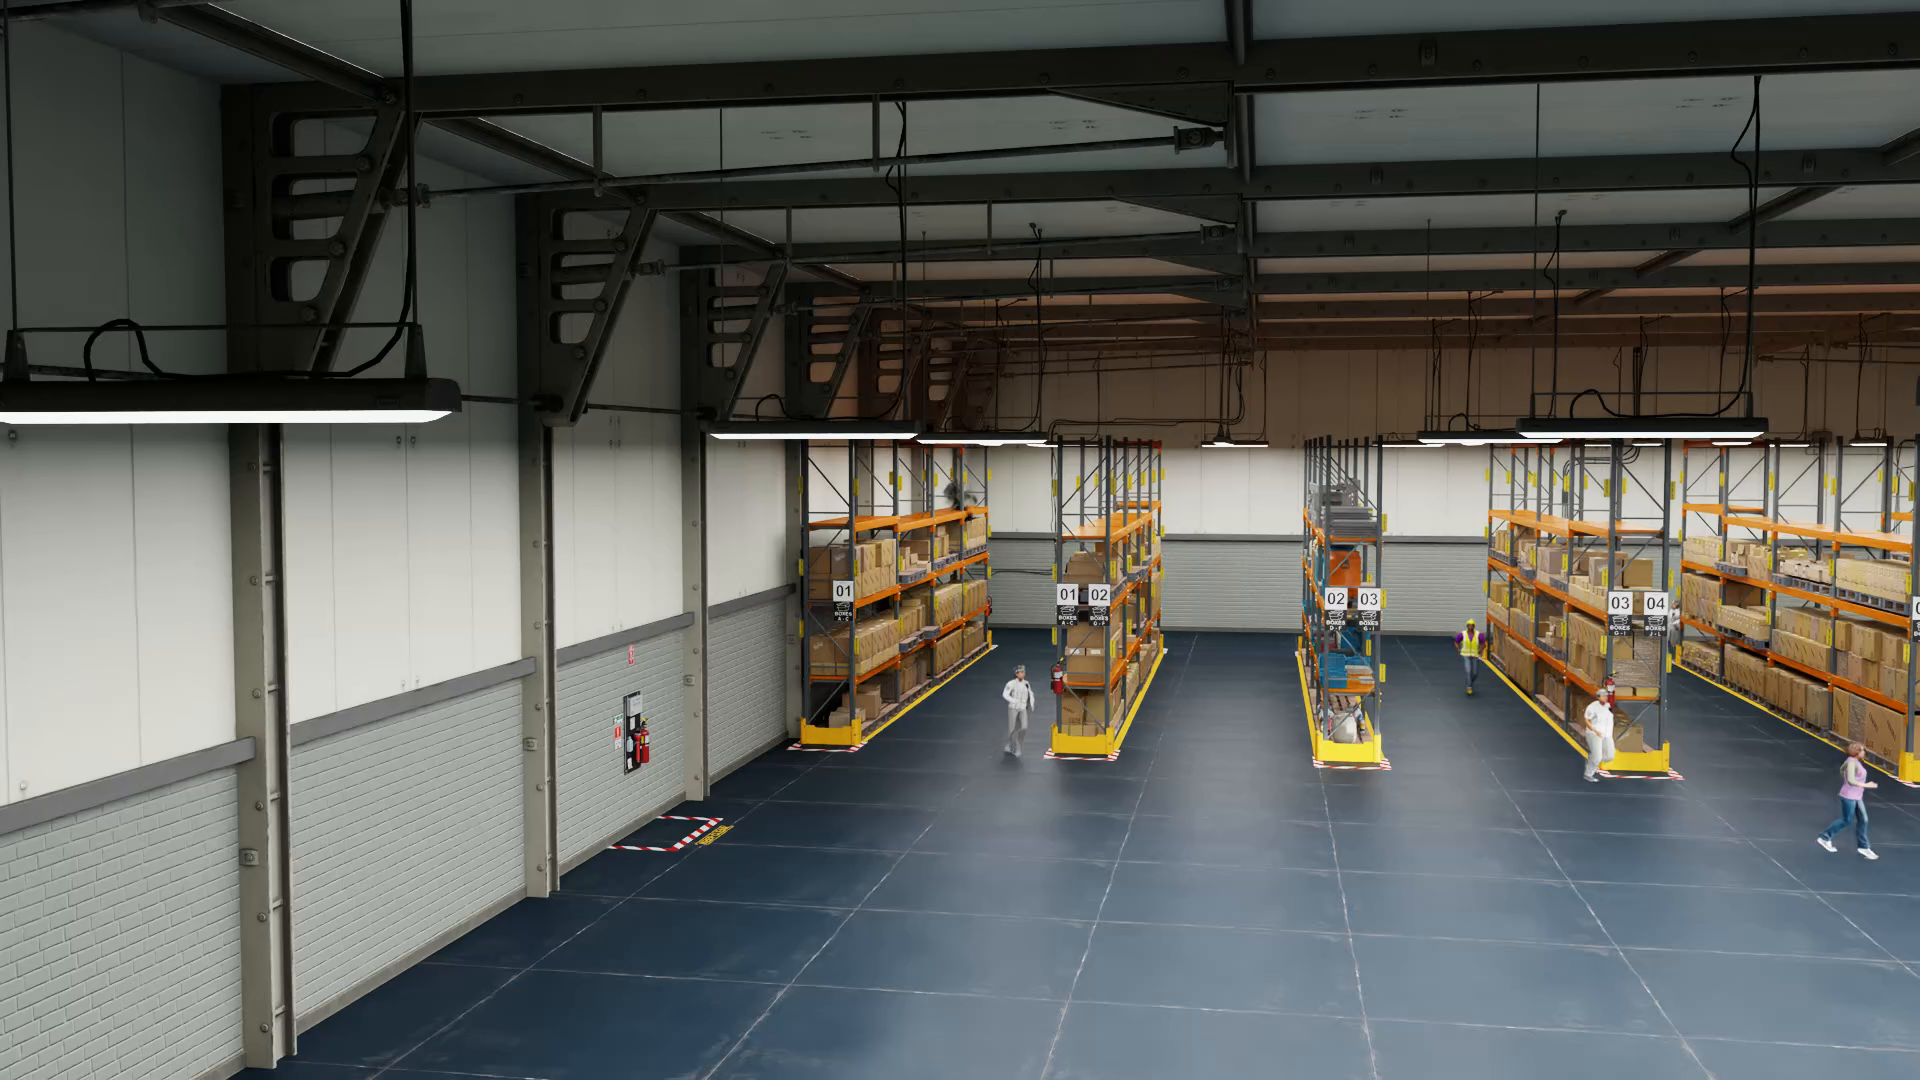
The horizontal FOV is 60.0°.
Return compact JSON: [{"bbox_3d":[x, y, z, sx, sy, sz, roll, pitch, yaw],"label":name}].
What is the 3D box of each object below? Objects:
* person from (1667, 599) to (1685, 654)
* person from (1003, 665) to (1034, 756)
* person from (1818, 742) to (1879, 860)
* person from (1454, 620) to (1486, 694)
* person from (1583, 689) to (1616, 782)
[{"bbox_3d":[19.576,2.456,45.500,0.755,1.687,0.660,0,3,-9],"label":"person"},{"bbox_3d":[1.119,3.206,31.300,0.681,1.699,0.631,-1,3,-19],"label":"person"},{"bbox_3d":[12.513,3.651,23.411,0.742,1.634,0.557,2,4,37],"label":"person"},{"bbox_3d":[12.019,2.736,39.172,0.730,1.741,0.715,1,3,10],"label":"person"},{"bbox_3d":[11.061,3.363,28.757,0.625,1.603,0.565,-1,3,-18],"label":"person"}]
